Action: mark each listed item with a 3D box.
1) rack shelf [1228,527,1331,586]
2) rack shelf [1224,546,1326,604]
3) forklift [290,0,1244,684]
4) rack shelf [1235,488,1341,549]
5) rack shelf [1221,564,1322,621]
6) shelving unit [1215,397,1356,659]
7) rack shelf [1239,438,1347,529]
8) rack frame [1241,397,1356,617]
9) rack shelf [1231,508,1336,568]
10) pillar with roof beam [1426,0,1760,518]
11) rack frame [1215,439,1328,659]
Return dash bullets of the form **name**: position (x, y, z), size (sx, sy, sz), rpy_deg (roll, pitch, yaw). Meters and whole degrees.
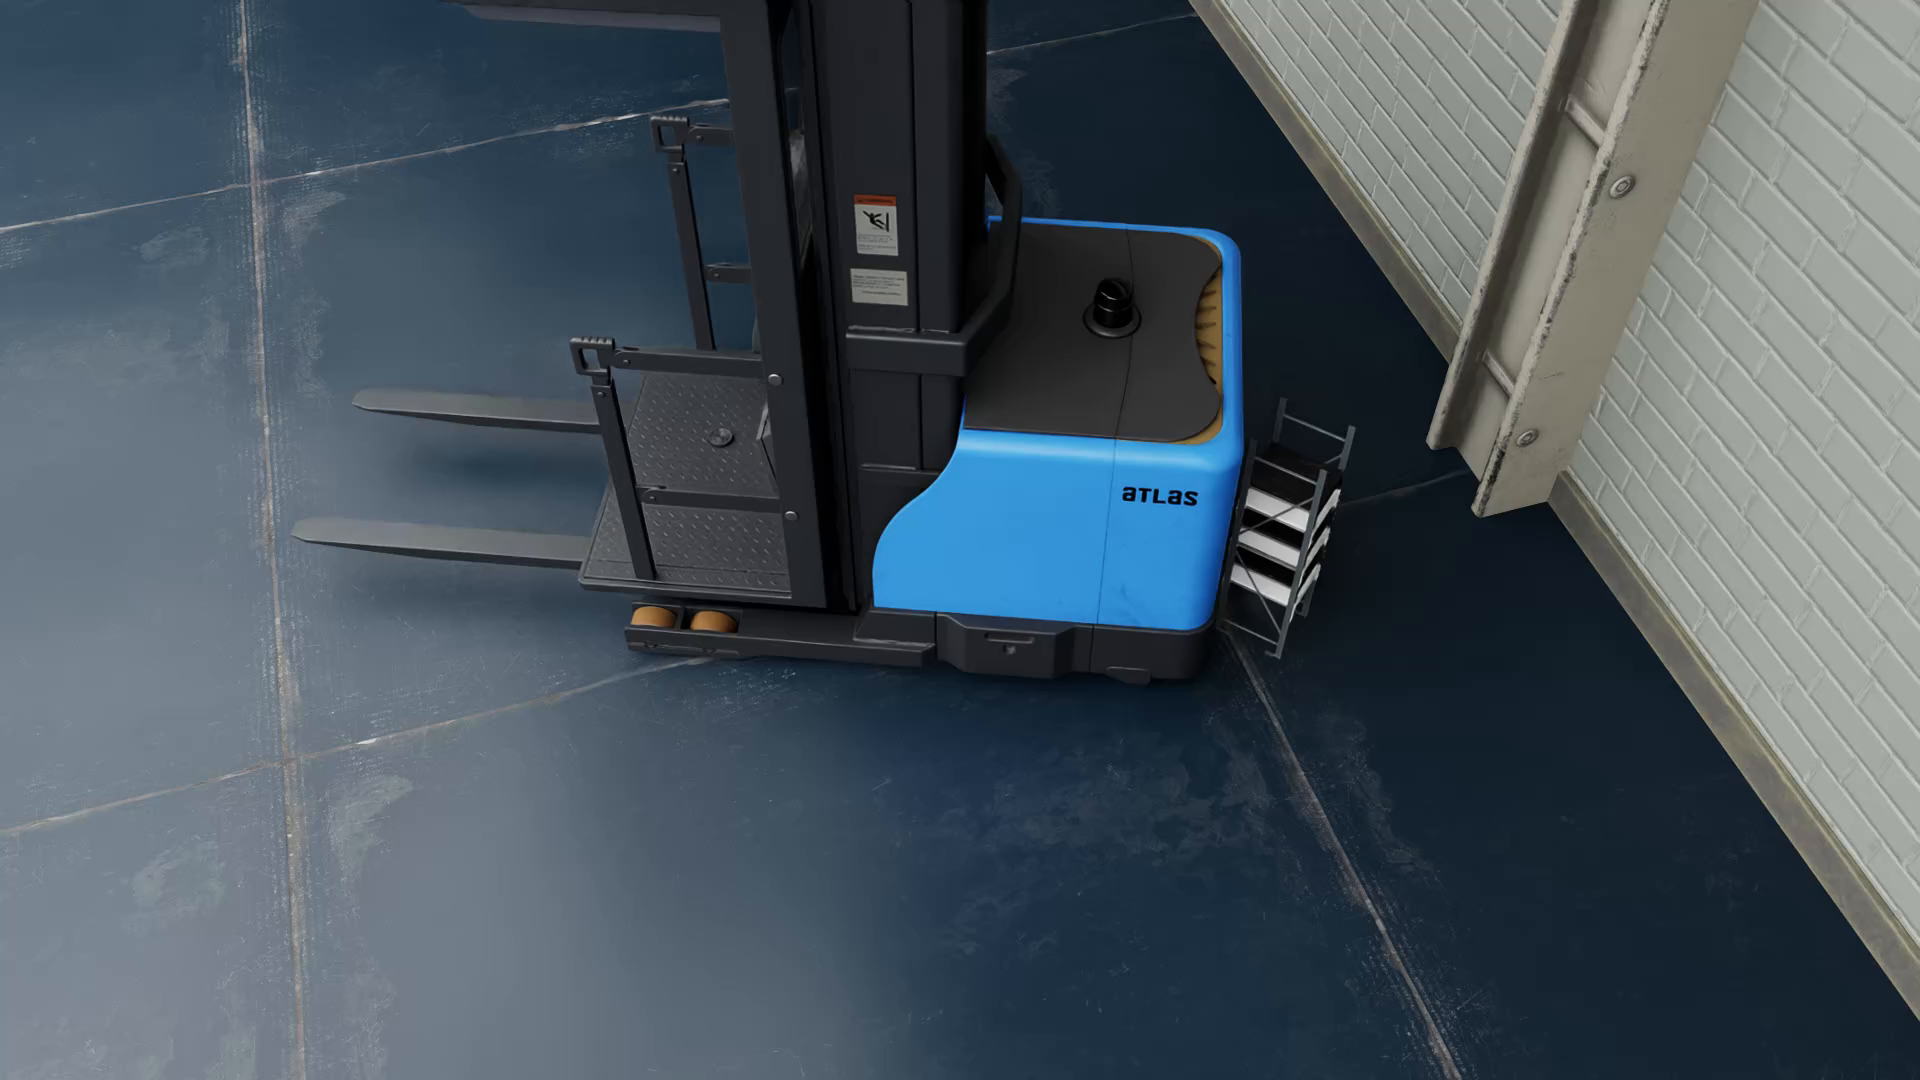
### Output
- **rack shelf**: position (0.998, 0.003, 5.202), size (0.258, 0.077, 0.200), rpy_deg (26, 54, 20)
- **rack shelf**: position (0.998, 0.061, 5.271), size (0.258, 0.077, 0.200), rpy_deg (26, 54, 20)
- **forklift**: position (-0.667, -0.959, 4.642), size (3.031, 2.935, 1.130), rpy_deg (4, 50, 4)
- **rack shelf**: position (0.998, -0.113, 5.064), size (0.258, 0.077, 0.200), rpy_deg (26, 54, 20)
- **rack shelf**: position (0.998, 0.120, 5.339), size (0.258, 0.077, 0.200), rpy_deg (26, 54, 20)
- **shelving unit**: position (0.998, -0.018, 5.176), size (0.258, 0.900, 0.210), rpy_deg (26, 54, 20)
- **rack shelf**: position (0.998, -0.171, 4.996), size (0.258, 0.077, 0.200), rpy_deg (26, 54, 20)
- **rack frame**: position (1.052, -0.084, 5.232), size (0.240, 0.900, 0.006), rpy_deg (26, 54, 20)
- **rack shelf**: position (0.998, -0.055, 5.133), size (0.258, 0.077, 0.200), rpy_deg (26, 54, 20)
- **pillar with roof beam**: position (-2.212, -2.184, 1.705), size (9.100, 9.000, 0.400), rpy_deg (-13, 51, -11)
- **rack frame**: position (0.944, 0.048, 5.121), size (0.240, 0.900, 0.006), rpy_deg (26, 54, 20)
